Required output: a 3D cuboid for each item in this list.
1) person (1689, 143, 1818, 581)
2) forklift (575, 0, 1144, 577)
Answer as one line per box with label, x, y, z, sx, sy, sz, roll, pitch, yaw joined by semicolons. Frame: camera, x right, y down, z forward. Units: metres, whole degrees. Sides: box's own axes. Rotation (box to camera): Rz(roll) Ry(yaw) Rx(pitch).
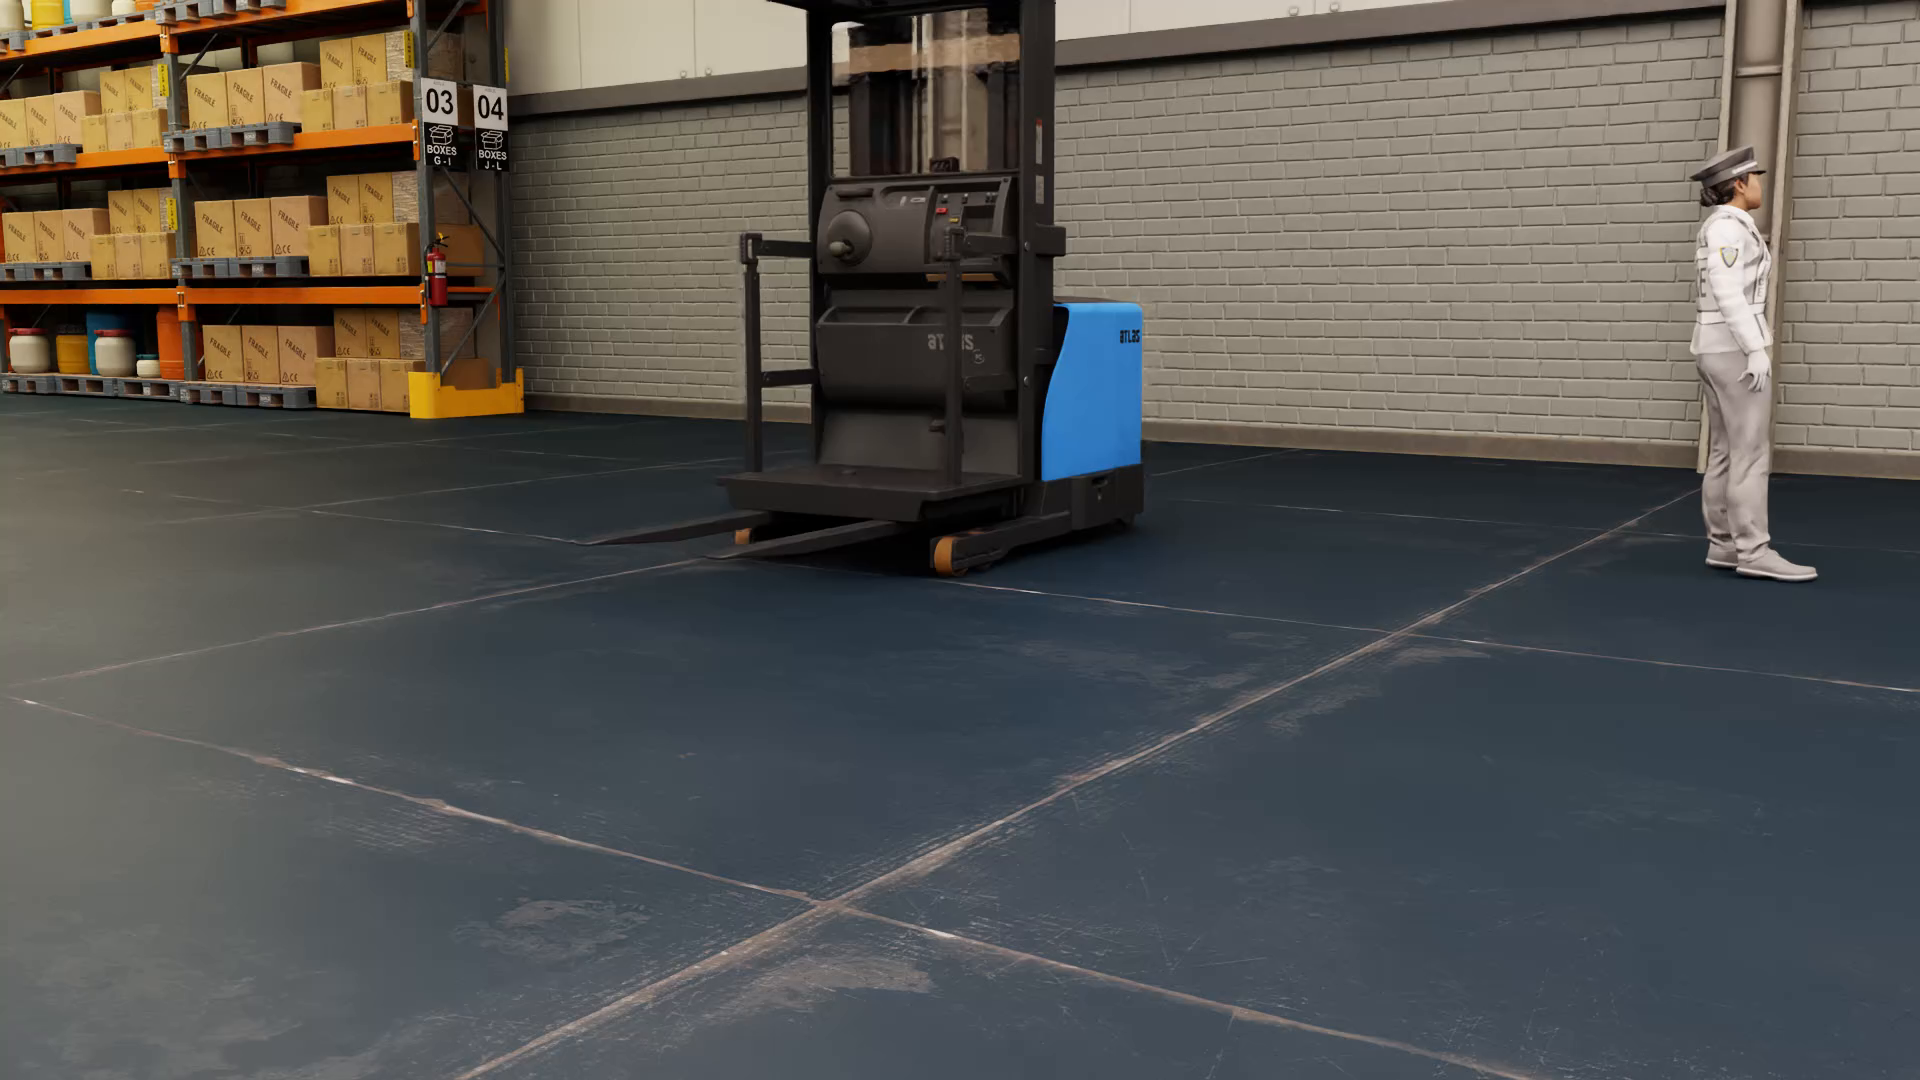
person;3.147;-0.718;6.622;0.514;1.701;0.575;2;8;17
forklift;-0.310;-1.377;6.875;1.130;2.935;3.031;5;9;31
